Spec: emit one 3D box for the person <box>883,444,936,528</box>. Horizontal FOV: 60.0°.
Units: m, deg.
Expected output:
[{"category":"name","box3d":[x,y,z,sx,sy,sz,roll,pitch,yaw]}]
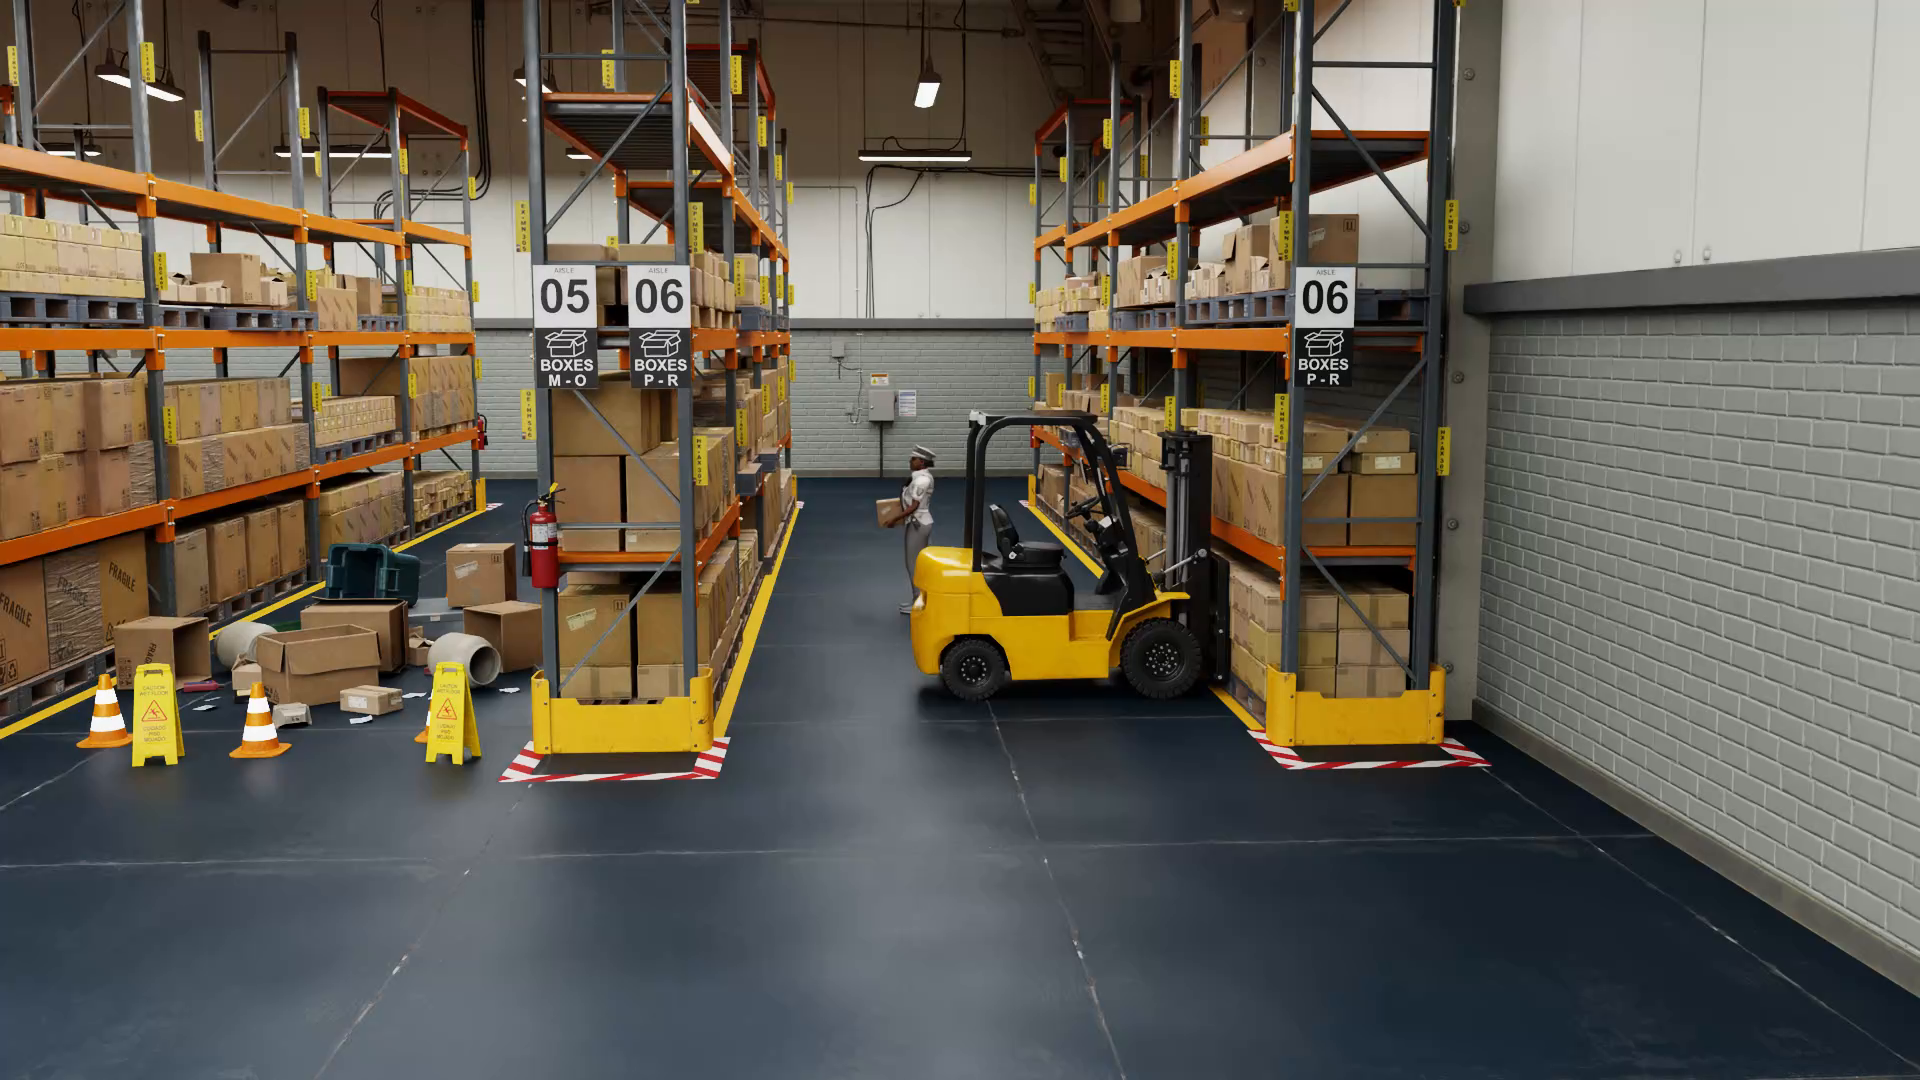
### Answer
[{"category":"person","box3d":[-0.505,-0.546,16.589,0.532,0.831,0.444,0,7,-3]}]
